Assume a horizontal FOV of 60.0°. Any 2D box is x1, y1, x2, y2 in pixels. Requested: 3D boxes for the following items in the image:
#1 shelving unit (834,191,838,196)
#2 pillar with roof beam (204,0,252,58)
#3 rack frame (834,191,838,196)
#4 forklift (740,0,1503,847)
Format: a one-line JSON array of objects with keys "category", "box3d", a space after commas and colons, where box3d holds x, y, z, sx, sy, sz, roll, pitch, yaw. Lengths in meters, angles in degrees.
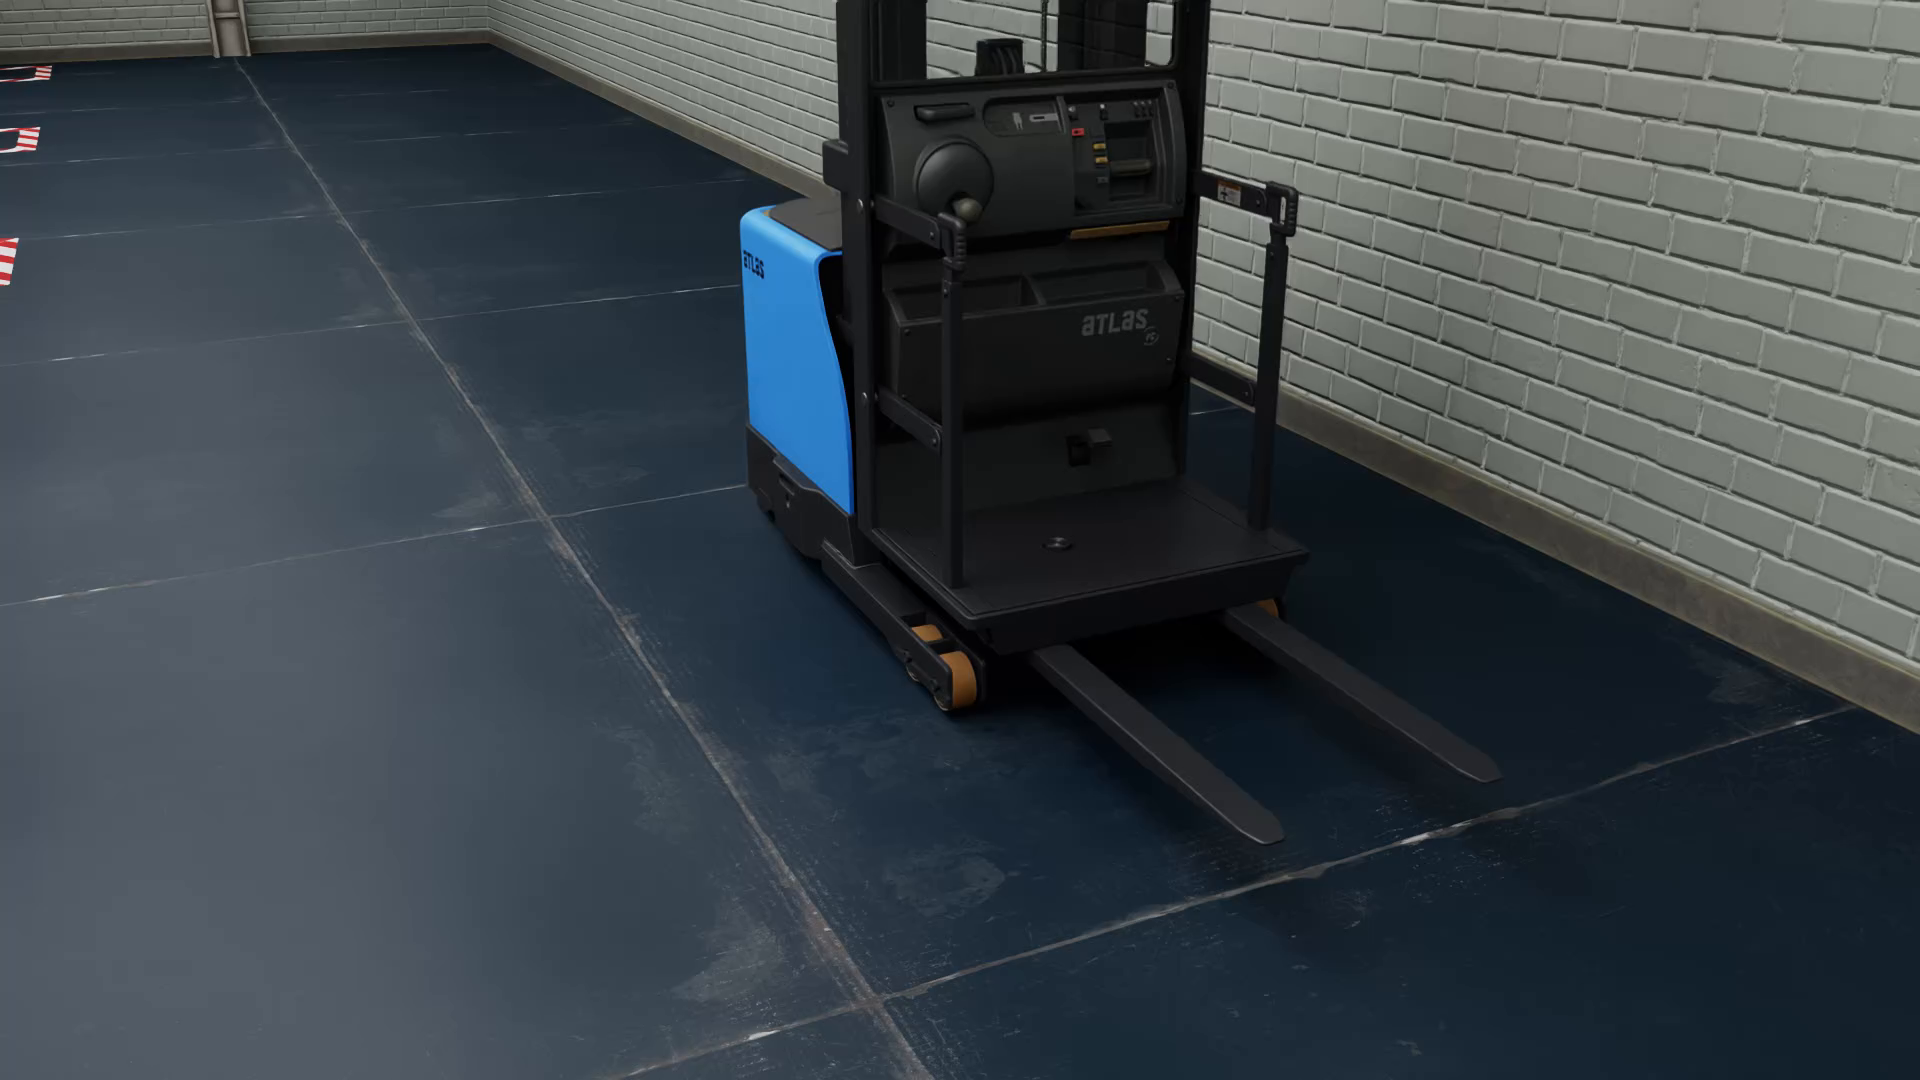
[{"category": "shelving unit", "box3d": [-0.305, -0.782, 6.266, 0.252, 1.050, 0.215, -10, 25, -23]}, {"category": "pillar with roof beam", "box3d": [-6.628, -8.332, 14.113, 0.400, 9.000, 9.100, -10, 25, -24]}, {"category": "rack frame", "box3d": [-0.415, -0.762, 6.218, 0.008, 1.050, 0.200, -10, 25, -23]}, {"category": "forklift", "box3d": [0.314, -1.070, 4.503, 1.130, 2.935, 3.031, -10, 25, -23]}]
